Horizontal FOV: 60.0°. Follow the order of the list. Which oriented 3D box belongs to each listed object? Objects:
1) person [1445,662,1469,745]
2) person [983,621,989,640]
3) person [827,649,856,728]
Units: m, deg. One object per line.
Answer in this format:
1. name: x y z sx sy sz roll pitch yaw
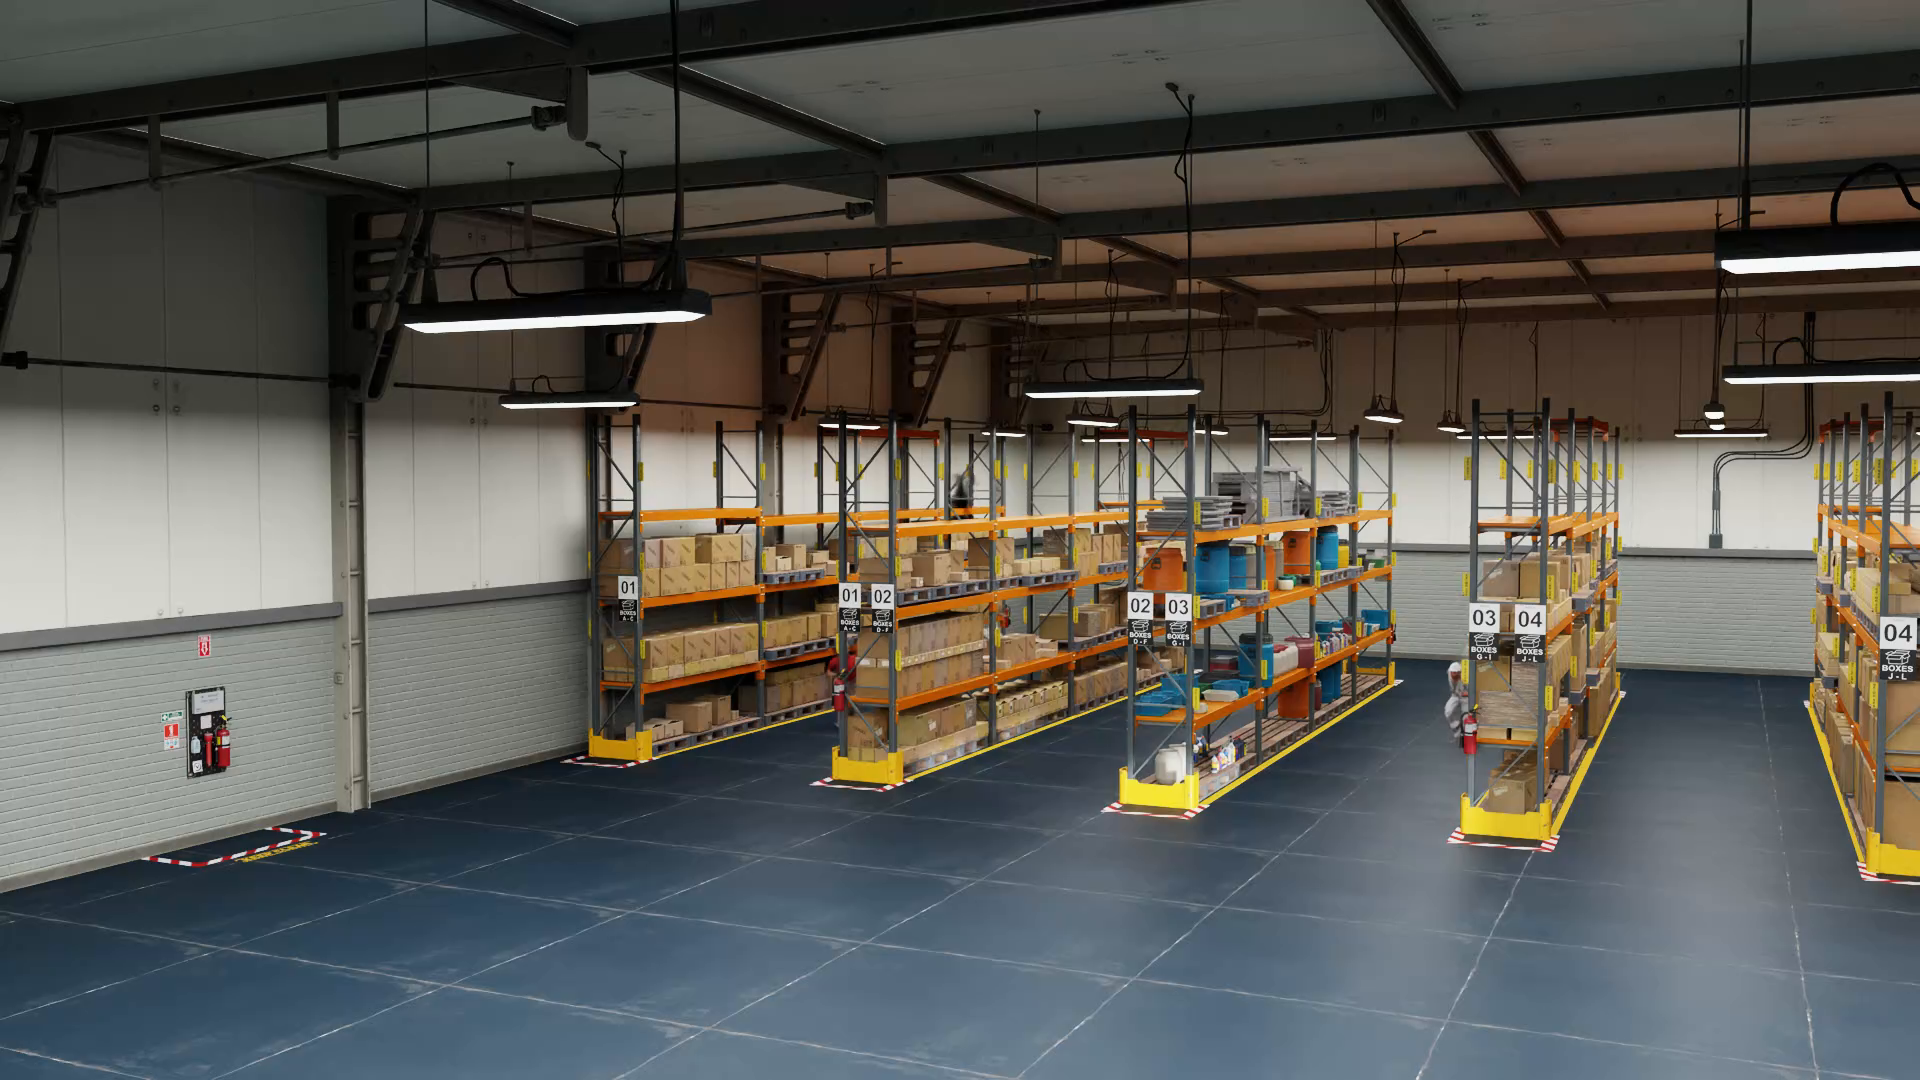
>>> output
1. person: 9.187 2.986 30.543 0.666 1.548 1.013 2 3 40
2. person: 0.619 2.618 39.515 0.593 1.493 1.043 2 3 34
3. person: -2.217 2.858 32.552 0.714 1.667 0.814 -1 3 -27
